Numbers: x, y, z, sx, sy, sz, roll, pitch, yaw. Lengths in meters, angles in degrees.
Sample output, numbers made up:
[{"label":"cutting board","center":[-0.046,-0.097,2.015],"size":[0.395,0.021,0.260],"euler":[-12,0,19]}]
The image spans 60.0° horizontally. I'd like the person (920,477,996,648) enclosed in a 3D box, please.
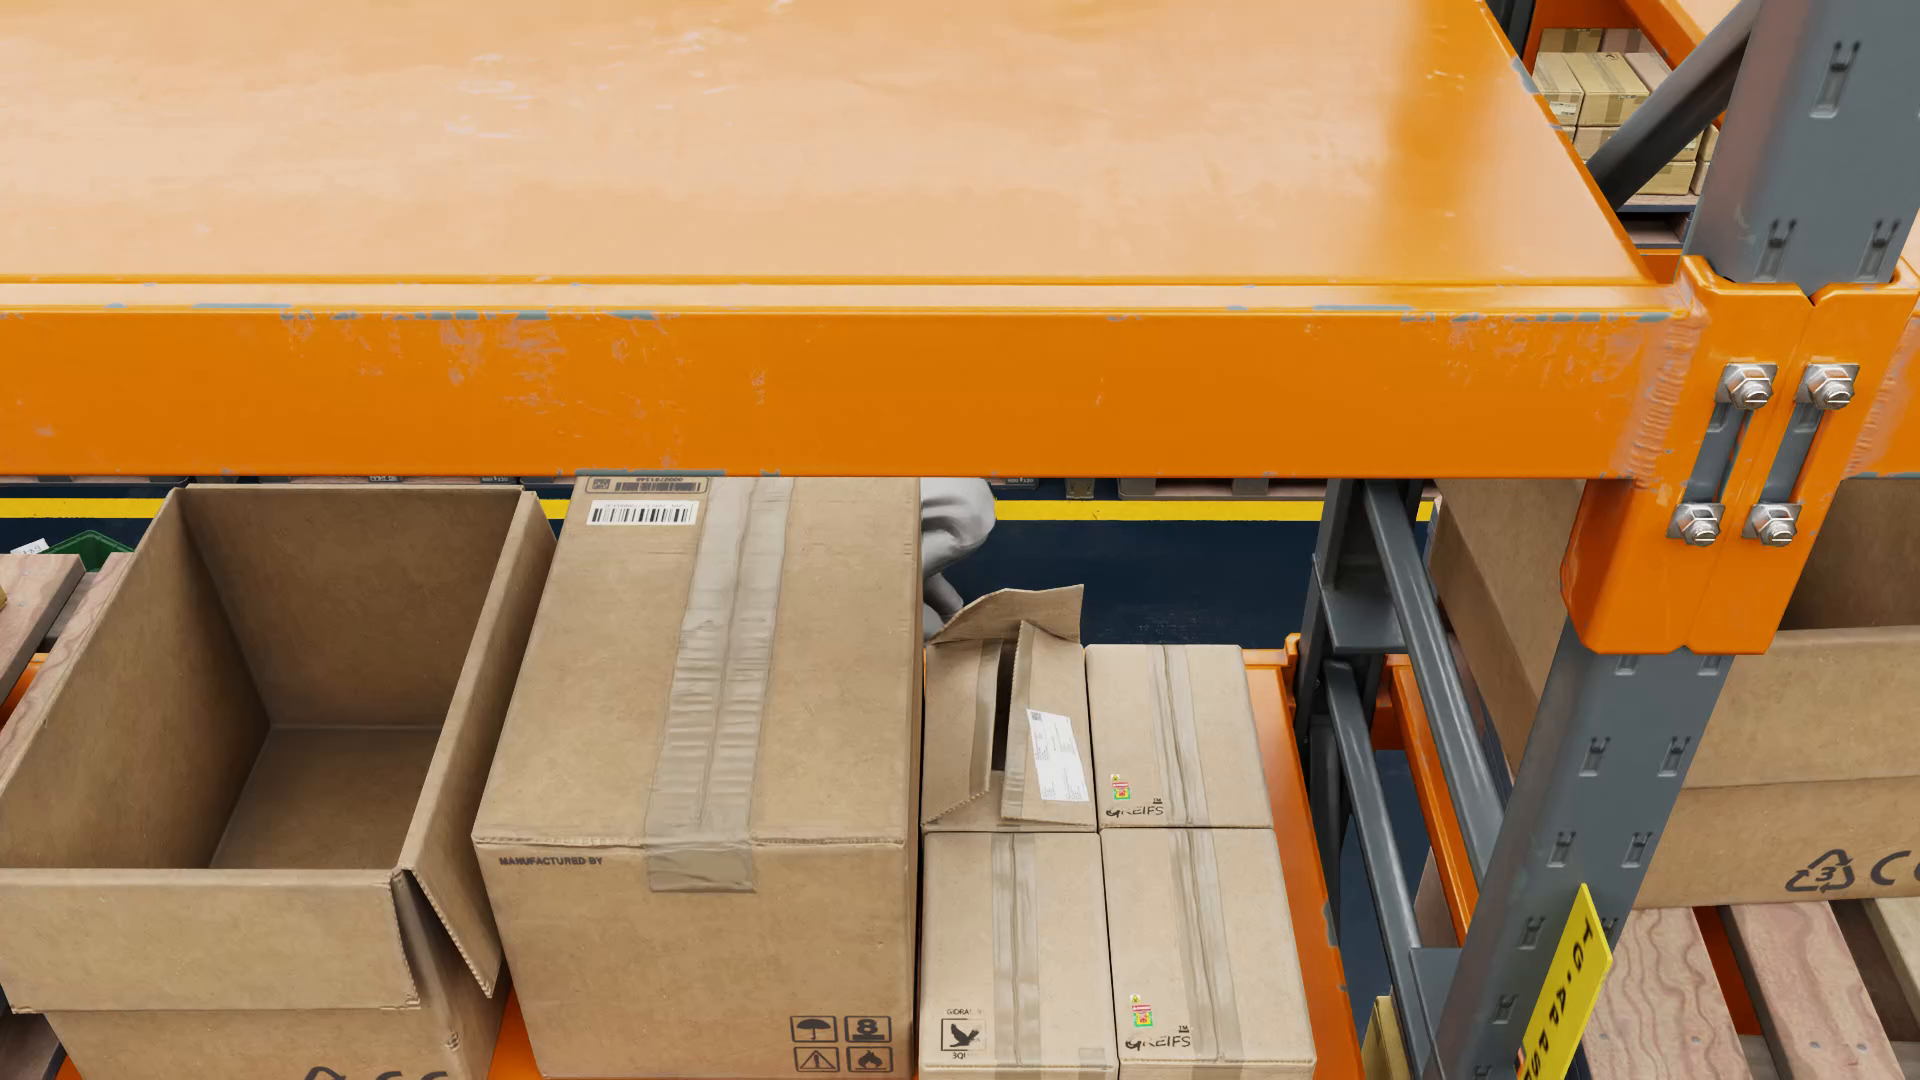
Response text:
[{"label":"person","center":[-0.292,0.039,6.666],"size":[0.863,0.964,0.465],"euler":[-2,40,-2]}]
